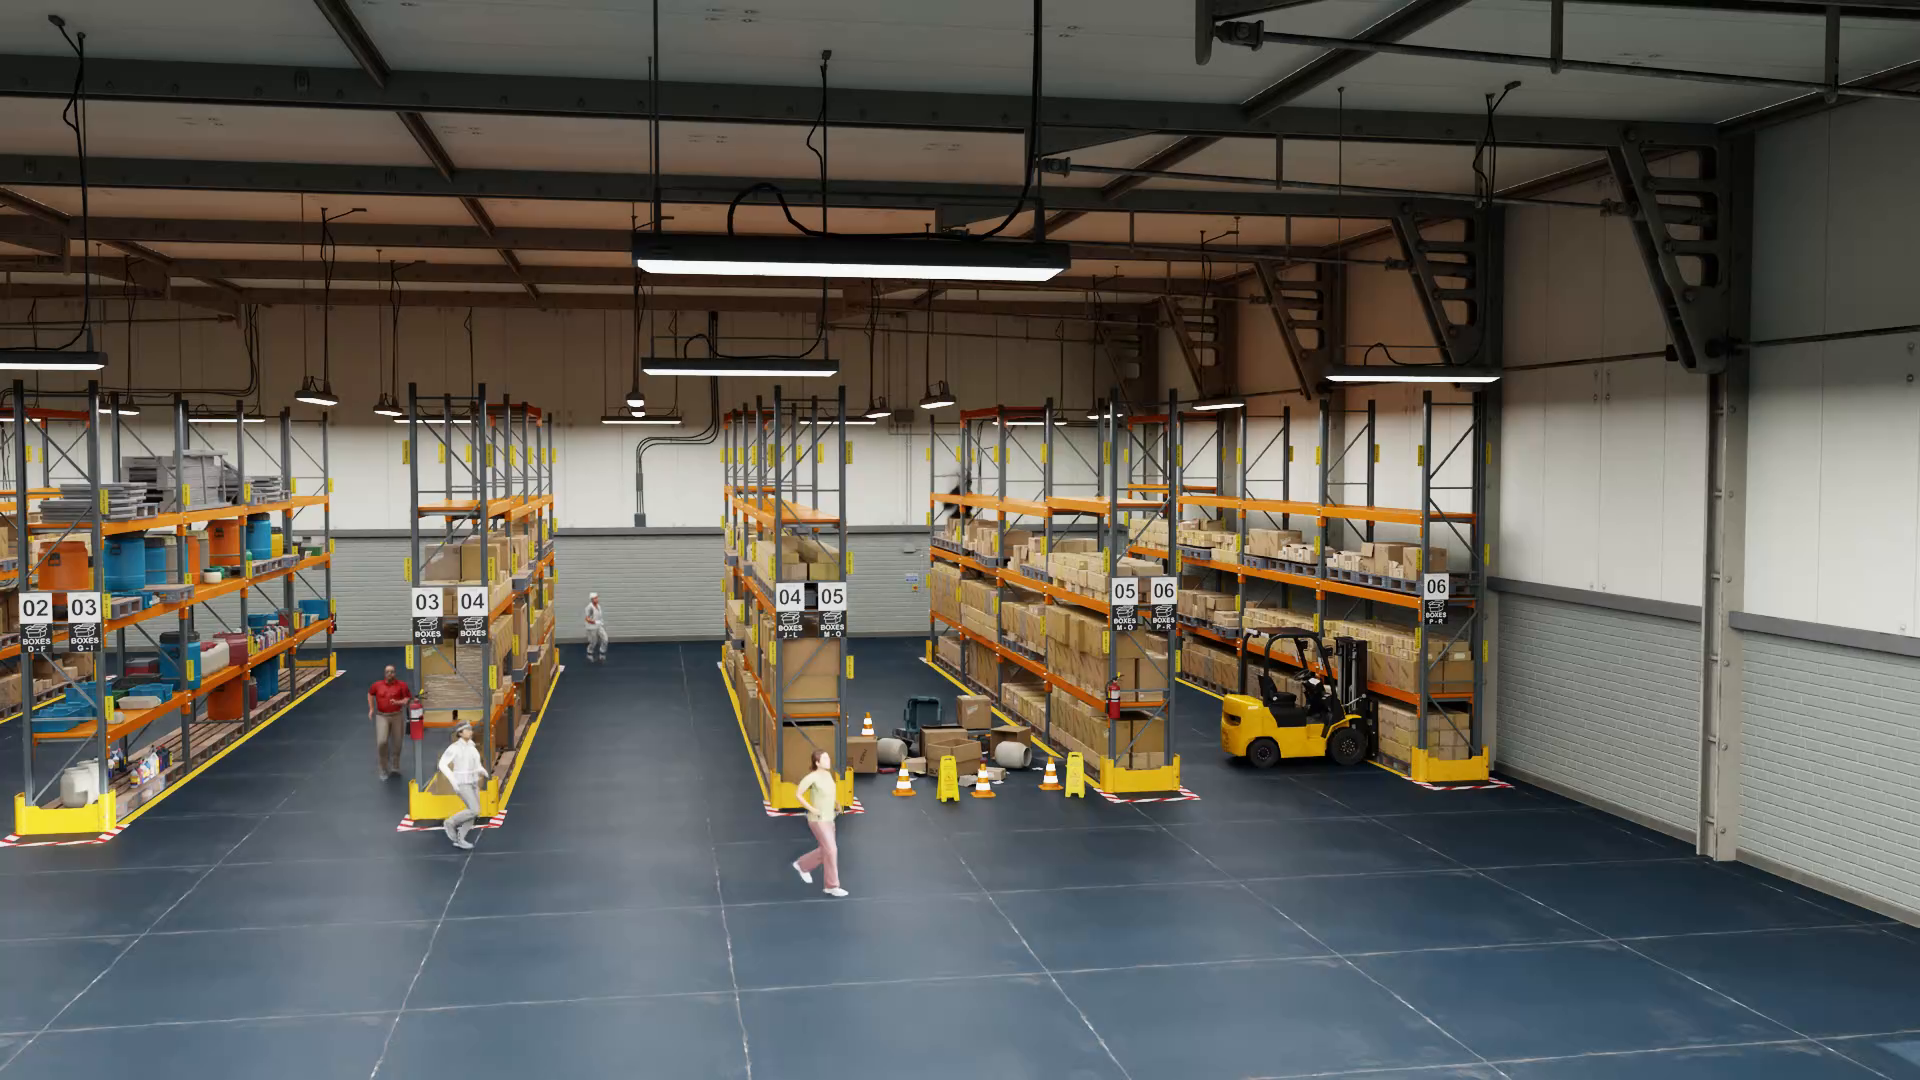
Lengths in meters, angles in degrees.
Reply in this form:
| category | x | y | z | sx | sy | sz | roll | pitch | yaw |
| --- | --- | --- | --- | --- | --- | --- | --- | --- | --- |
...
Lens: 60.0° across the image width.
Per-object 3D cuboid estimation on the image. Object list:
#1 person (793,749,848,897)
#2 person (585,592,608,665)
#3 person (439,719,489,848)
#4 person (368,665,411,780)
| category | x | y | z | sx | sy | sz | roll | pitch | yaw |
| --- | --- | --- | --- | --- | --- | --- | --- | --- | --- |
| person | -1.618 | 3.212 | 19.018 | 0.763 | 1.661 | 0.592 | 2 | 3 | 28 |
| person | -8.809 | 2.149 | 39.775 | 0.693 | 1.816 | 0.711 | 2 | 3 | 30 |
| person | -6.263 | 3.106 | 21.200 | 0.506 | 1.661 | 0.611 | 1 | 3 | 19 |
| person | -8.874 | 2.841 | 25.887 | 0.631 | 1.798 | 0.768 | -1 | 3 | -21 |
